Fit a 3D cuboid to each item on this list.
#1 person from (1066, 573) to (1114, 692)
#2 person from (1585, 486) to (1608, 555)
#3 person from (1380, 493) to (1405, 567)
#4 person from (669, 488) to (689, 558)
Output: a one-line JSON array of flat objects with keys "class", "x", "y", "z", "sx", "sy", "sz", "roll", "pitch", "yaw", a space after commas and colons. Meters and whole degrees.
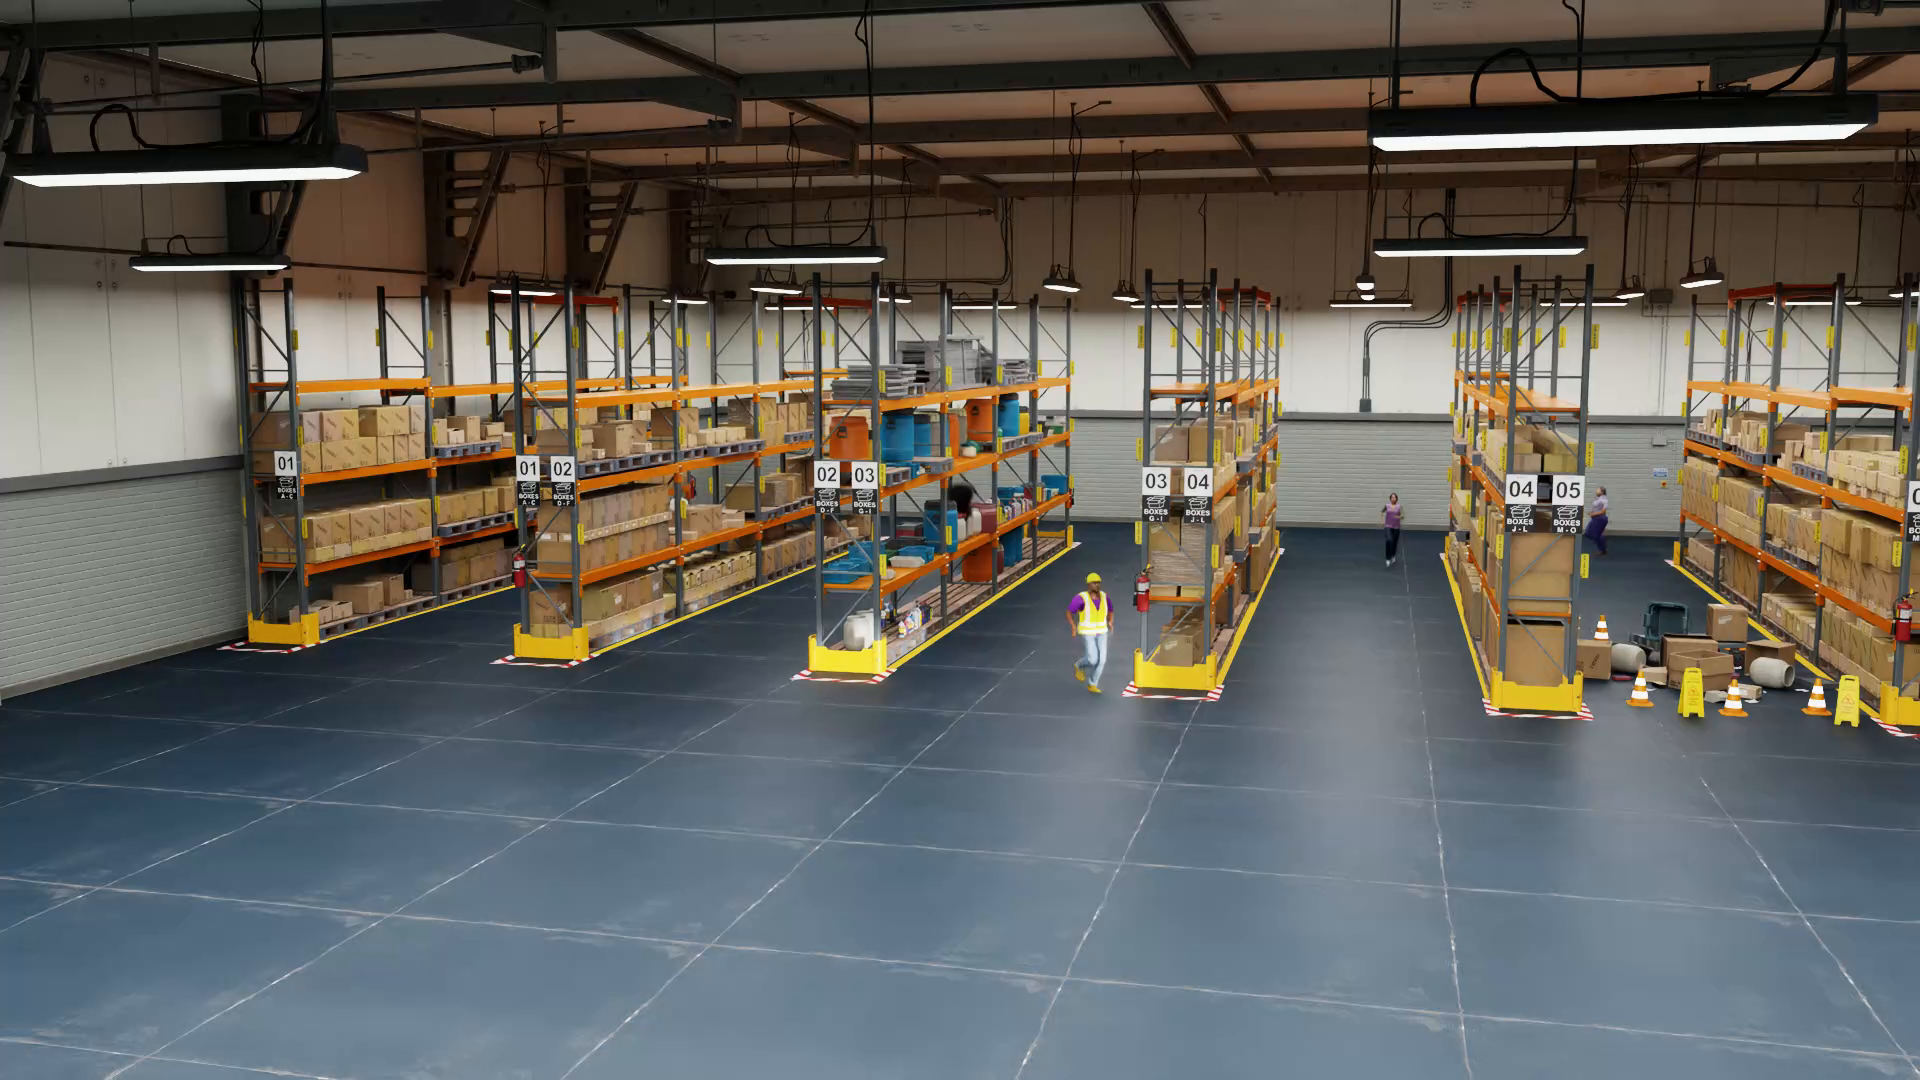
[{"class": "person", "x": 1.886, "y": 1.318, "z": 23.738, "sx": 0.717, "sy": 1.709, "sz": 0.597, "roll": -2, "pitch": 7, "yaw": -20}, {"class": "person", "x": 14.916, "y": -0.453, "z": 38.920, "sx": 0.539, "sy": 1.608, "sz": 0.601, "roll": 0, "pitch": 7, "yaw": 2}, {"class": "person", "x": 9.636, "y": -0.238, "z": 37.094, "sx": 0.508, "sy": 1.648, "sz": 0.728, "roll": 1, "pitch": 7, "yaw": 8}, {"class": "person", "x": -6.460, "y": -0.387, "z": 38.061, "sx": 0.561, "sy": 1.667, "sz": 0.567, "roll": 1, "pitch": 7, "yaw": 10}]
